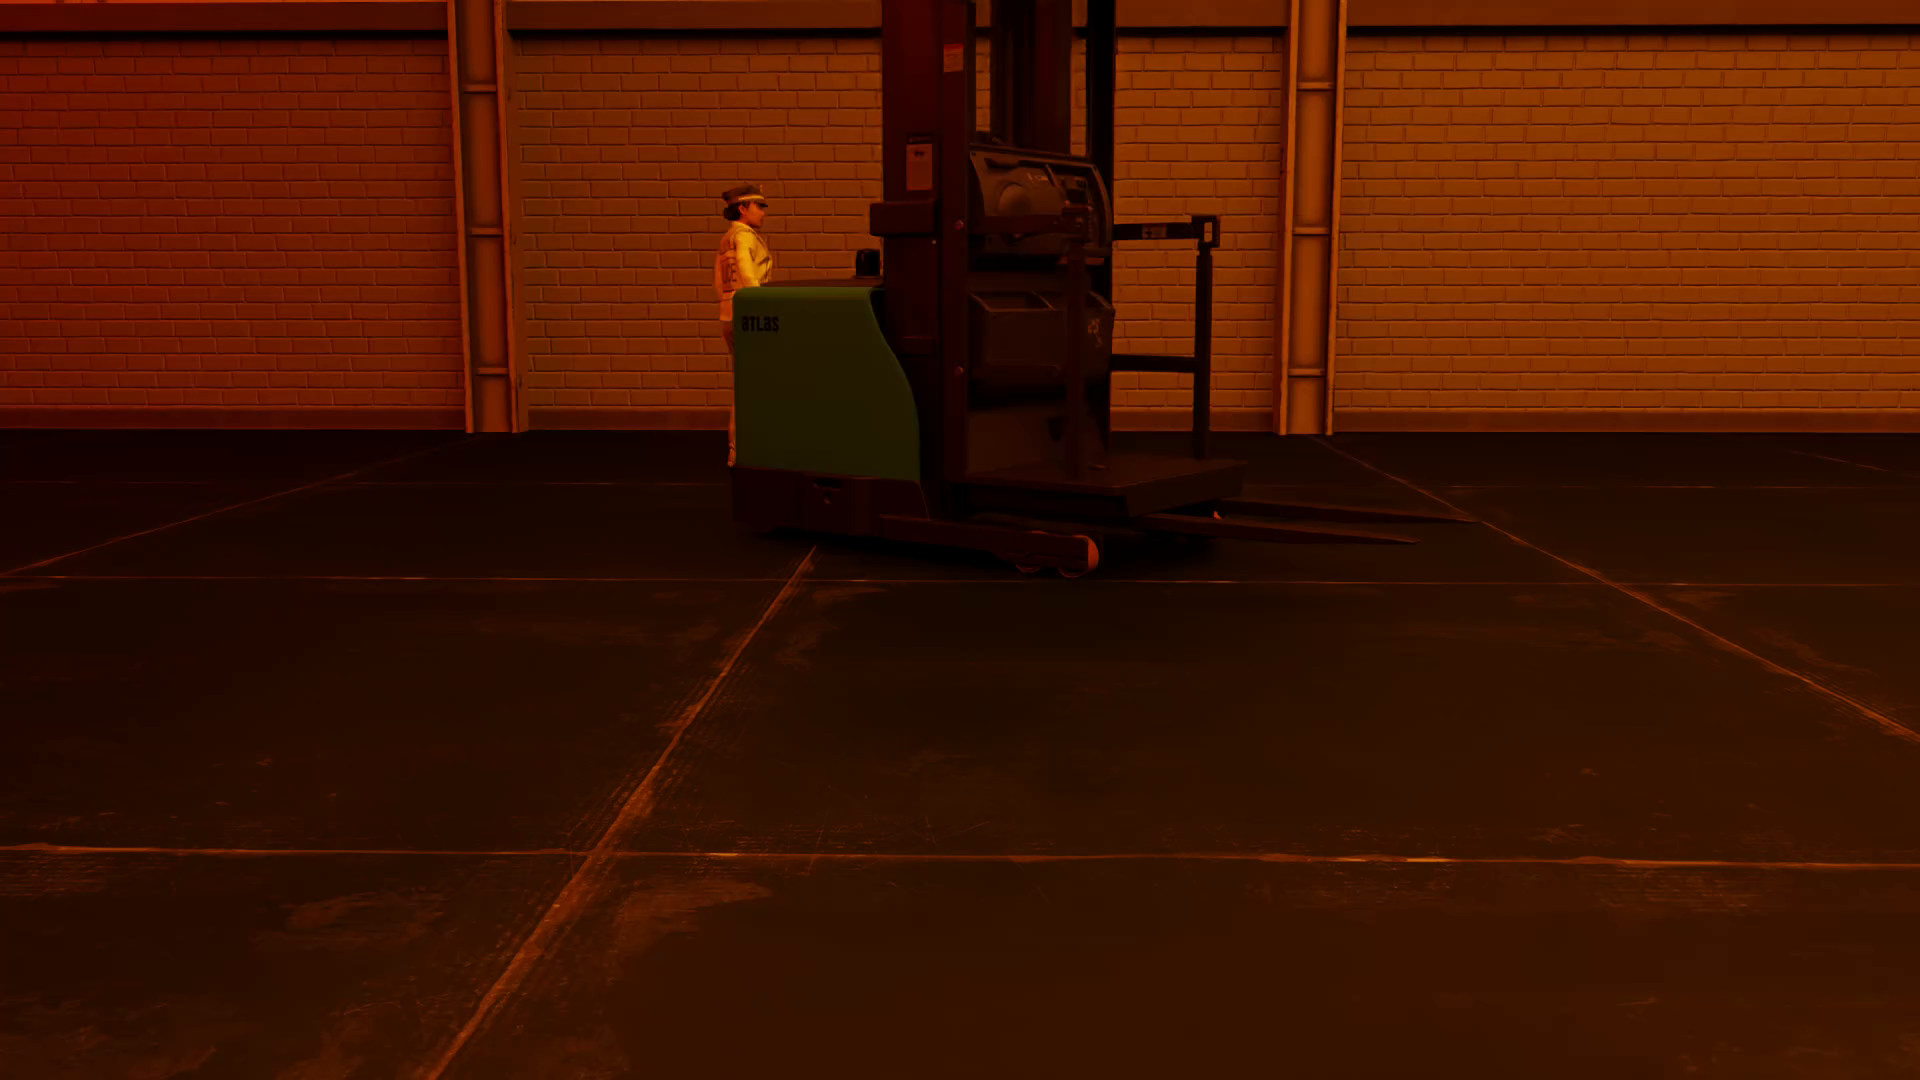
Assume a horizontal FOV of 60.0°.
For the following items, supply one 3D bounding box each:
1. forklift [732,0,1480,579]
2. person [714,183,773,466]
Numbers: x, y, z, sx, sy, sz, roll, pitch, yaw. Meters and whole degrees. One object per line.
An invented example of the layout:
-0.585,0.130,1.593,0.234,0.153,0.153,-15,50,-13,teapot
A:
0.501,-1.396,6.557,3.031,2.935,1.130,6,11,36,forklift
-1.187,-1.271,9.912,0.473,1.676,0.657,-6,10,-32,person
